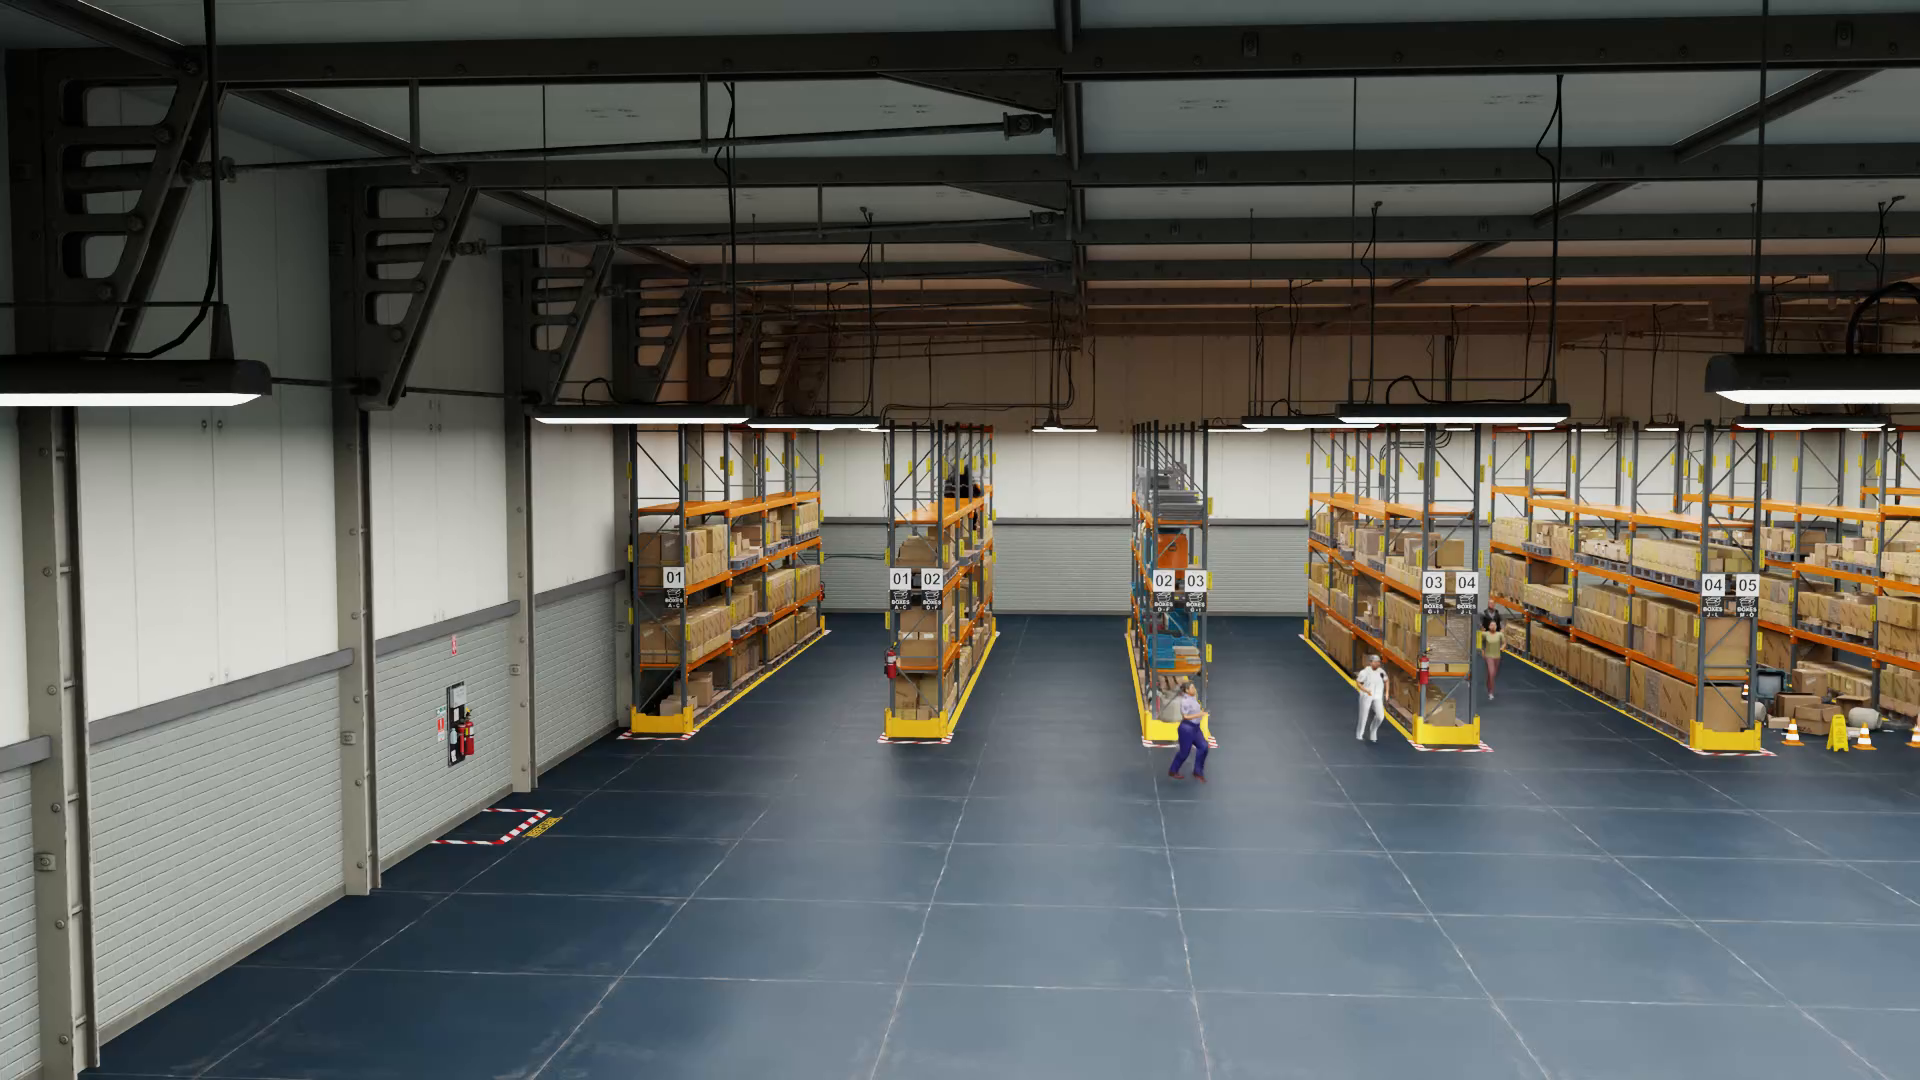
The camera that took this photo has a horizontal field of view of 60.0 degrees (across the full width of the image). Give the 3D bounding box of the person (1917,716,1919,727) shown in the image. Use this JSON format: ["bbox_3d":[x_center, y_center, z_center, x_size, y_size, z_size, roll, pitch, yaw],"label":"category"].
[{"bbox_3d":[15.534,3.170,26.219,0.653,1.746,0.640,-3,5,-40],"label":"person"}]

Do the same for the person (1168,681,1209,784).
[{"bbox_3d":[3.776,3.183,27.357,0.708,1.685,0.585,2,4,31],"label":"person"}]

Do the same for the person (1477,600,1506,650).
[{"bbox_3d":[13.043,2.300,40.865,0.705,1.676,0.614,0,4,7],"label":"person"}]

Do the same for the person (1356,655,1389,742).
[{"bbox_3d":[7.689,2.950,30.964,0.642,1.632,0.615,0,4,-3],"label":"person"}]

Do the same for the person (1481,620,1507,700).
[{"bbox_3d":[11.612,2.587,36.249,0.572,1.702,0.804,0,4,1],"label":"person"}]
